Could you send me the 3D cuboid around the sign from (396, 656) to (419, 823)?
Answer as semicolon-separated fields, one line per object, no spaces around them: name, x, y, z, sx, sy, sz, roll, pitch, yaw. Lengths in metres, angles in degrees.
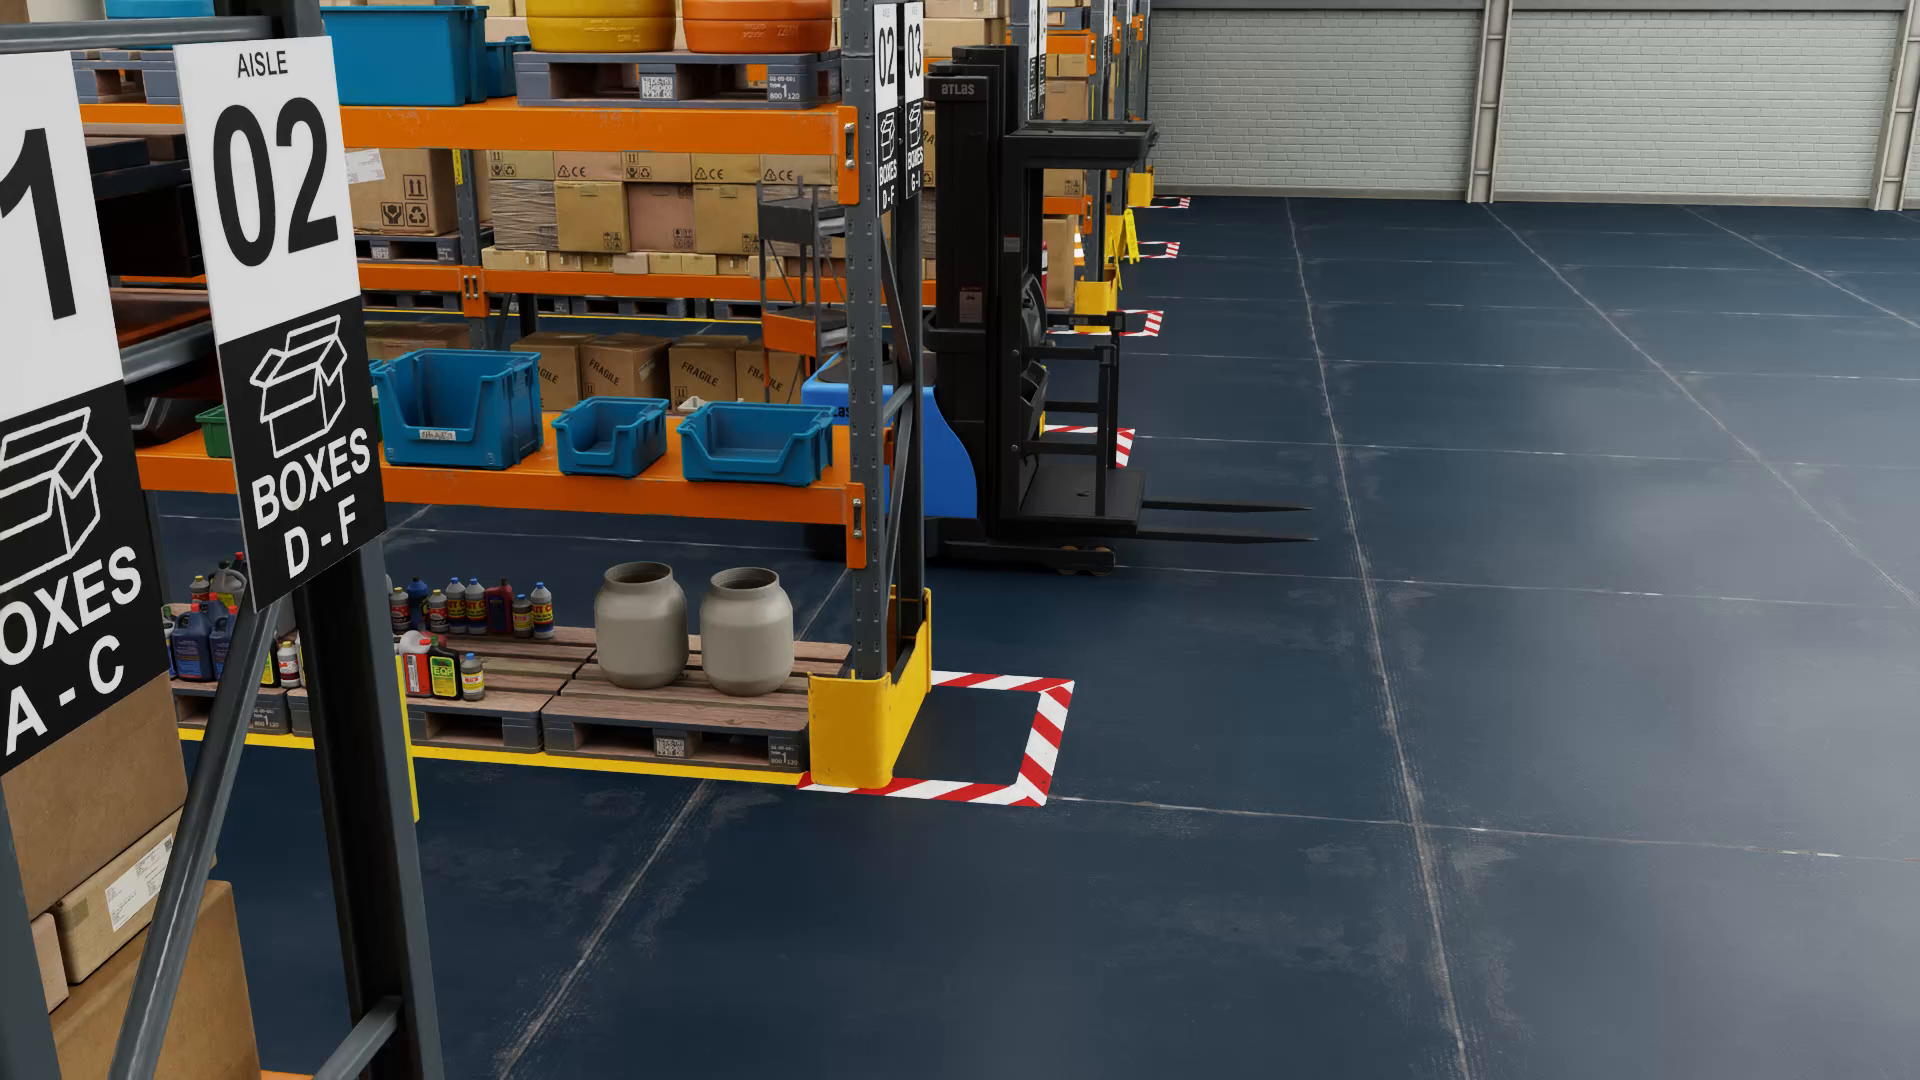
sign;-1.007;0.375;2.967;0.005;0.325;0.100;3;19;9

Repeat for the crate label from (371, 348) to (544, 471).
crate label;-2.171;-0.580;7.254;0.616;0.435;0.502;3;19;9

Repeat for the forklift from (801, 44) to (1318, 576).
forklift;0.622;-1.359;9.747;3.031;2.935;1.130;3;19;8

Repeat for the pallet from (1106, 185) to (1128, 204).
pallet;2.068;-5.470;26.318;1.213;0.211;1.003;3;19;9

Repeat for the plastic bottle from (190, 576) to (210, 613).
plastic bottle;-3.853;0.282;8.449;0.097;0.201;0.097;0;18;0

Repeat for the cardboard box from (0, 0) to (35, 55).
cardboard box;-1.667;-0.771;2.107;0.637;0.503;0.797;4;19;12

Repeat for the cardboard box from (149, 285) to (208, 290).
cardboard box;-6.233;-1.841;13.141;0.500;0.250;0.500;5;19;15

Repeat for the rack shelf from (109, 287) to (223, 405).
rack shelf;-3.075;-0.186;2.537;4.000;0.370;1.077;3;19;9

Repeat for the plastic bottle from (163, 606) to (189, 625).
plastic bottle;-3.676;0.451;7.817;0.133;0.283;0.061;3;19;9

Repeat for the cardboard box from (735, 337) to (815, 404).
cardboard box;-1.350;-1.214;12.482;0.500;0.500;0.500;5;19;14

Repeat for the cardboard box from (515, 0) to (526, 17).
cardboard box;-2.929;-3.744;11.646;0.250;0.149;0.380;2;19;6

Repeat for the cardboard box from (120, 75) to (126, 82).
cardboard box;-11.315;-6.325;22.747;0.500;0.500;0.500;3;19;9

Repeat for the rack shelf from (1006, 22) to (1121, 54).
rack shelf;0.072;-6.394;21.091;4.000;0.370;1.077;3;19;9

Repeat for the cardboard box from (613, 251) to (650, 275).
cardboard box;-2.326;-2.029;12.034;0.250;0.149;0.380;3;19;9

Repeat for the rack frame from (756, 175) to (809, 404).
rack frame;-1.145;-1.306;10.898;0.015;2.100;0.400;15;23;37

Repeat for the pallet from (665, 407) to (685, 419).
pallet;-1.598;-0.903;12.668;1.213;0.211;1.003;3;19;9

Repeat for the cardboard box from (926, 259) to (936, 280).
cardboard box;-0.086;-1.950;11.801;0.250;0.149;0.380;3;19;9

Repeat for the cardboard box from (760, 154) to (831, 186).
cardboard box;-1.096;-2.769;11.650;0.500;0.500;0.500;3;19;9

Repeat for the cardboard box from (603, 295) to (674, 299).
cardboard box;-3.216;-2.993;17.403;0.750;0.750;1.050;3;19;8

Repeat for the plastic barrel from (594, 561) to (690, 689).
plastic barrel;-1.468;0.391;7.666;0.421;0.512;0.421;0;18;0

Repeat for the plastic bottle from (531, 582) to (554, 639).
plastic bottle;-2.052;0.341;8.163;0.097;0.271;0.097;0;18;0

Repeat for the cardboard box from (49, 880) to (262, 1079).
cardboard box;-1.559;0.921;2.665;0.500;0.500;0.700;3;19;9

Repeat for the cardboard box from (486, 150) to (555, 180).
cardboard box;-3.071;-2.869;11.947;0.500;0.500;0.500;3;19;9

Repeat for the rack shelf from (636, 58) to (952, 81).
rack shelf;-1.500;-3.289;11.812;4.000;0.370;1.077;3;19;9

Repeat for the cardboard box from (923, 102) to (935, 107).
cardboard box;-0.025;-2.883;11.989;0.500;0.500;0.500;3;19;9

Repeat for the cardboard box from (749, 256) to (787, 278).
cardboard box;-1.337;-1.980;11.890;0.250;0.149;0.380;3;19;9

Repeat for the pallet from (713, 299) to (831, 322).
pallet;-1.850;-2.472;17.358;1.213;0.211;1.003;3;19;9

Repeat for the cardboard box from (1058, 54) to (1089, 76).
cardboard box;1.507;-5.832;20.803;0.500;0.500;0.700;2;19;7

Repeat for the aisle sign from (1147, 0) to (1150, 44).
aisle sign;2.848;-7.904;25.103;0.004;0.787;0.394;3;19;9

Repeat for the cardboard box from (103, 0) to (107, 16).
cardboard box;-6.003;-4.063;12.045;0.500;0.500;0.500;2;19;7

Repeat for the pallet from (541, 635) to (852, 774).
pallet;-1.195;0.735;7.773;1.213;0.211;1.003;3;19;9

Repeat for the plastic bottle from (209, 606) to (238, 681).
plastic bottle;-3.343;0.471;7.649;0.185;0.351;0.144;2;19;6

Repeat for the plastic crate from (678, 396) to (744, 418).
plastic crate;-1.144;-0.576;7.713;0.250;0.136;0.298;3;19;9

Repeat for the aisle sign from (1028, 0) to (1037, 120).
aisle sign;0.488;-3.243;11.170;0.004;0.787;0.394;3;19;9

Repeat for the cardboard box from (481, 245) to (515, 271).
cardboard box;-3.310;-2.084;12.201;0.250;0.149;0.380;3;19;9

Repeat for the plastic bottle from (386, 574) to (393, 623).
plastic bottle;-2.911;0.304;8.267;0.135;0.276;0.152;3;19;10

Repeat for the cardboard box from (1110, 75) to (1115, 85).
cardboard box;2.443;-7.052;25.471;0.250;0.149;0.380;3;19;9

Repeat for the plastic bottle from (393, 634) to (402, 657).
plastic bottle;-2.575;0.544;7.548;0.135;0.276;0.152;2;19;7

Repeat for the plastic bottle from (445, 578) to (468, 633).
plastic bottle;-2.489;0.319;8.230;0.097;0.271;0.097;0;18;0

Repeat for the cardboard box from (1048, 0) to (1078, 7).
cardboard box;0.979;-5.116;15.716;0.250;0.149;0.380;3;19;9

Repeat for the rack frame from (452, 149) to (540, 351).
rack frame;-3.475;-2.308;12.475;0.127;3.000;1.000;3;19;9

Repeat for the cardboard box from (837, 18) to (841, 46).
cardboard box;-0.535;-3.427;11.328;0.500;0.250;0.500;3;19;9

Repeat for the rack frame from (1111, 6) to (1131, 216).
rack frame;2.046;-5.212;21.152;0.127;3.000;1.000;3;19;9

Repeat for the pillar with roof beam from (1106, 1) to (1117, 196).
pillar with roof beam;1.603;-8.581;21.766;0.400;9.000;9.100;3;19;9

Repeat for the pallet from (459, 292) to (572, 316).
pallet;-4.570;-2.611;17.773;1.213;0.211;1.003;3;19;9

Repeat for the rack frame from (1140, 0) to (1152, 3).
rack frame;2.830;-9.612;24.848;0.127;3.000;1.000;3;19;9

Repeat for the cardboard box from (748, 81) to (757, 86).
cardboard box;-2.230;-4.411;16.821;0.550;0.550;0.875;3;19;9

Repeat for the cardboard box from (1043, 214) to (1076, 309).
cardboard box;0.681;-2.861;16.813;0.875;0.875;0.875;3;19;9

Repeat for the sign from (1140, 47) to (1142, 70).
sign;2.730;-7.259;25.073;0.005;0.325;0.100;3;19;9

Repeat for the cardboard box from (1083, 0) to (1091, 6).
cardboard box;1.498;-6.645;20.477;0.500;0.250;0.500;3;19;8

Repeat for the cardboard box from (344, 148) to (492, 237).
cardboard box;-4.237;-2.876;12.564;1.000;1.000;1.000;3;19;9

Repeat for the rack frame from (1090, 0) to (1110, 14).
rack frame;1.361;-6.501;15.550;0.127;3.000;1.000;3;19;9

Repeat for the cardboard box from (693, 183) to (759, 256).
cardboard box;-1.556;-2.387;12.083;0.500;0.500;0.875;3;19;9

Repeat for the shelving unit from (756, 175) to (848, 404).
shelving unit;-0.957;-1.257;10.750;0.503;2.100;0.431;15;23;37

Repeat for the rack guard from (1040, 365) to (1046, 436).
rack guard;0.399;-0.925;12.281;0.348;0.500;1.175;3;19;9

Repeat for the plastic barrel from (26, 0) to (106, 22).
plastic barrel;-3.866;-2.348;7.028;0.421;0.512;0.421;0;18;0

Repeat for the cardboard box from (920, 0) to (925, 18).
cardboard box;-0.375;-3.593;11.195;0.250;0.149;0.380;2;19;6

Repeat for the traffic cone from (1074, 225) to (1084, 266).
traffic cone;1.417;-3.626;20.411;0.334;0.463;0.336;3;19;9

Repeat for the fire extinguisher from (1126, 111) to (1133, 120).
fire extinguisher;2.086;-5.025;20.716;0.183;0.674;0.296;3;19;9
